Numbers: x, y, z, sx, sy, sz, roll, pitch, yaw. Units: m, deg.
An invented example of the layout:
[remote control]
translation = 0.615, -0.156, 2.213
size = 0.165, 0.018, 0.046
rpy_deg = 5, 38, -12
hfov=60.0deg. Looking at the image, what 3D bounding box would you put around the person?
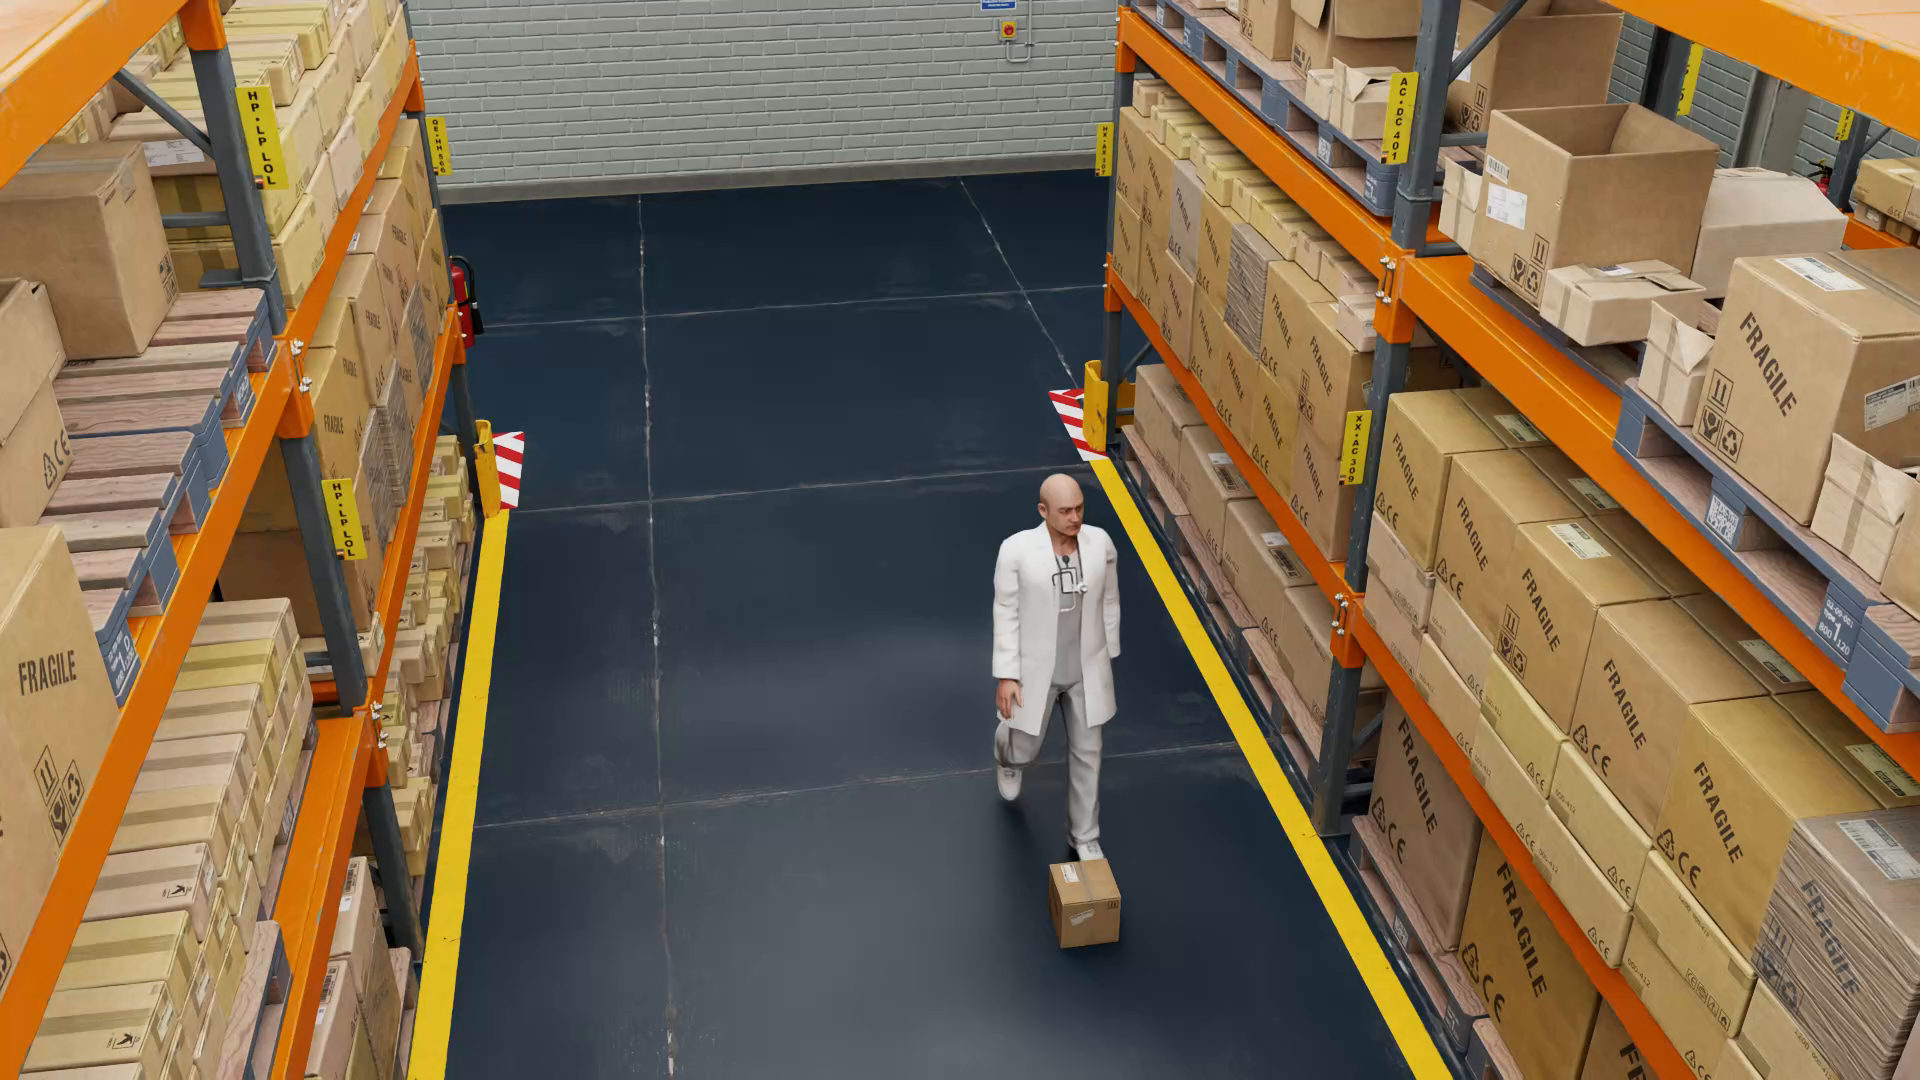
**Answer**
[person]
translation = 0.425, 0.560, 7.169
size = 0.607, 1.762, 0.846
rpy_deg = -6, 31, -11
